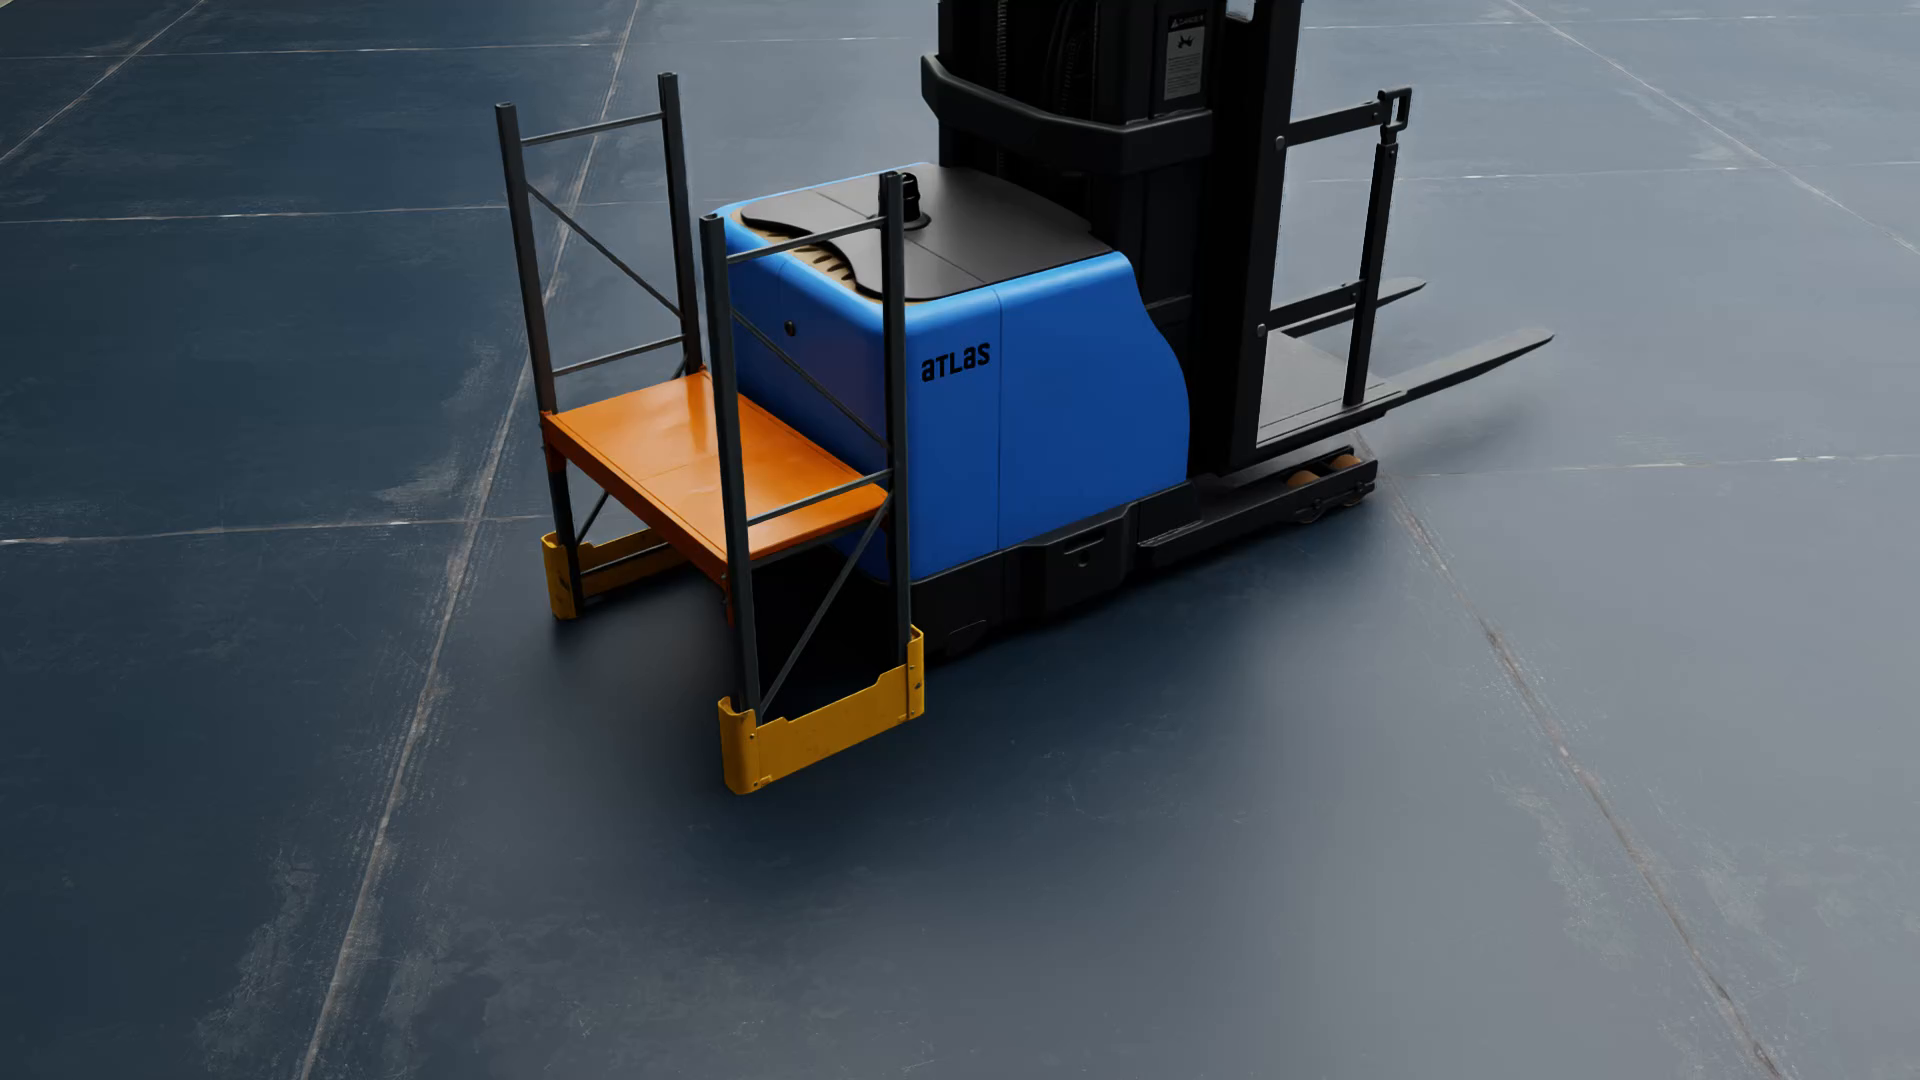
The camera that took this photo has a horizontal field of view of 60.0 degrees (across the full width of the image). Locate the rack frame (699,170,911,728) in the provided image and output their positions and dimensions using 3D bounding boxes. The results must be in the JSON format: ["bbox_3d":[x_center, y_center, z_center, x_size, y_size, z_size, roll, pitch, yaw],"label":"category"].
[{"bbox_3d":[-0.334,-0.098,3.951,0.500,1.500,0.032,-21,37,-31],"label":"rack frame"}]

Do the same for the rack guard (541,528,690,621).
[{"bbox_3d":[-0.951,0.025,4.964,0.587,0.250,0.087,-21,37,-31],"label":"rack guard"}]

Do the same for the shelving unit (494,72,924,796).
[{"bbox_3d":[-0.649,-0.309,4.304,0.587,1.500,1.083,-21,37,-31],"label":"shelving unit"}]

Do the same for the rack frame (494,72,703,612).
[{"bbox_3d":[-0.952,-0.512,4.645,0.500,1.500,0.032,-21,37,-31],"label":"rack frame"}]

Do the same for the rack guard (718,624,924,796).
[{"bbox_3d":[-0.346,0.431,4.285,0.587,0.250,0.087,-21,37,-31],"label":"rack guard"}]

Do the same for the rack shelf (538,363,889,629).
[{"bbox_3d":[-0.643,-0.151,4.390,0.538,0.185,1.000,-21,37,-31],"label":"rack shelf"}]

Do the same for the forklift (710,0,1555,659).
[{"bbox_3d":[0.747,-1.513,4.926,3.031,2.935,1.130,-20,36,-30],"label":"forklift"}]
